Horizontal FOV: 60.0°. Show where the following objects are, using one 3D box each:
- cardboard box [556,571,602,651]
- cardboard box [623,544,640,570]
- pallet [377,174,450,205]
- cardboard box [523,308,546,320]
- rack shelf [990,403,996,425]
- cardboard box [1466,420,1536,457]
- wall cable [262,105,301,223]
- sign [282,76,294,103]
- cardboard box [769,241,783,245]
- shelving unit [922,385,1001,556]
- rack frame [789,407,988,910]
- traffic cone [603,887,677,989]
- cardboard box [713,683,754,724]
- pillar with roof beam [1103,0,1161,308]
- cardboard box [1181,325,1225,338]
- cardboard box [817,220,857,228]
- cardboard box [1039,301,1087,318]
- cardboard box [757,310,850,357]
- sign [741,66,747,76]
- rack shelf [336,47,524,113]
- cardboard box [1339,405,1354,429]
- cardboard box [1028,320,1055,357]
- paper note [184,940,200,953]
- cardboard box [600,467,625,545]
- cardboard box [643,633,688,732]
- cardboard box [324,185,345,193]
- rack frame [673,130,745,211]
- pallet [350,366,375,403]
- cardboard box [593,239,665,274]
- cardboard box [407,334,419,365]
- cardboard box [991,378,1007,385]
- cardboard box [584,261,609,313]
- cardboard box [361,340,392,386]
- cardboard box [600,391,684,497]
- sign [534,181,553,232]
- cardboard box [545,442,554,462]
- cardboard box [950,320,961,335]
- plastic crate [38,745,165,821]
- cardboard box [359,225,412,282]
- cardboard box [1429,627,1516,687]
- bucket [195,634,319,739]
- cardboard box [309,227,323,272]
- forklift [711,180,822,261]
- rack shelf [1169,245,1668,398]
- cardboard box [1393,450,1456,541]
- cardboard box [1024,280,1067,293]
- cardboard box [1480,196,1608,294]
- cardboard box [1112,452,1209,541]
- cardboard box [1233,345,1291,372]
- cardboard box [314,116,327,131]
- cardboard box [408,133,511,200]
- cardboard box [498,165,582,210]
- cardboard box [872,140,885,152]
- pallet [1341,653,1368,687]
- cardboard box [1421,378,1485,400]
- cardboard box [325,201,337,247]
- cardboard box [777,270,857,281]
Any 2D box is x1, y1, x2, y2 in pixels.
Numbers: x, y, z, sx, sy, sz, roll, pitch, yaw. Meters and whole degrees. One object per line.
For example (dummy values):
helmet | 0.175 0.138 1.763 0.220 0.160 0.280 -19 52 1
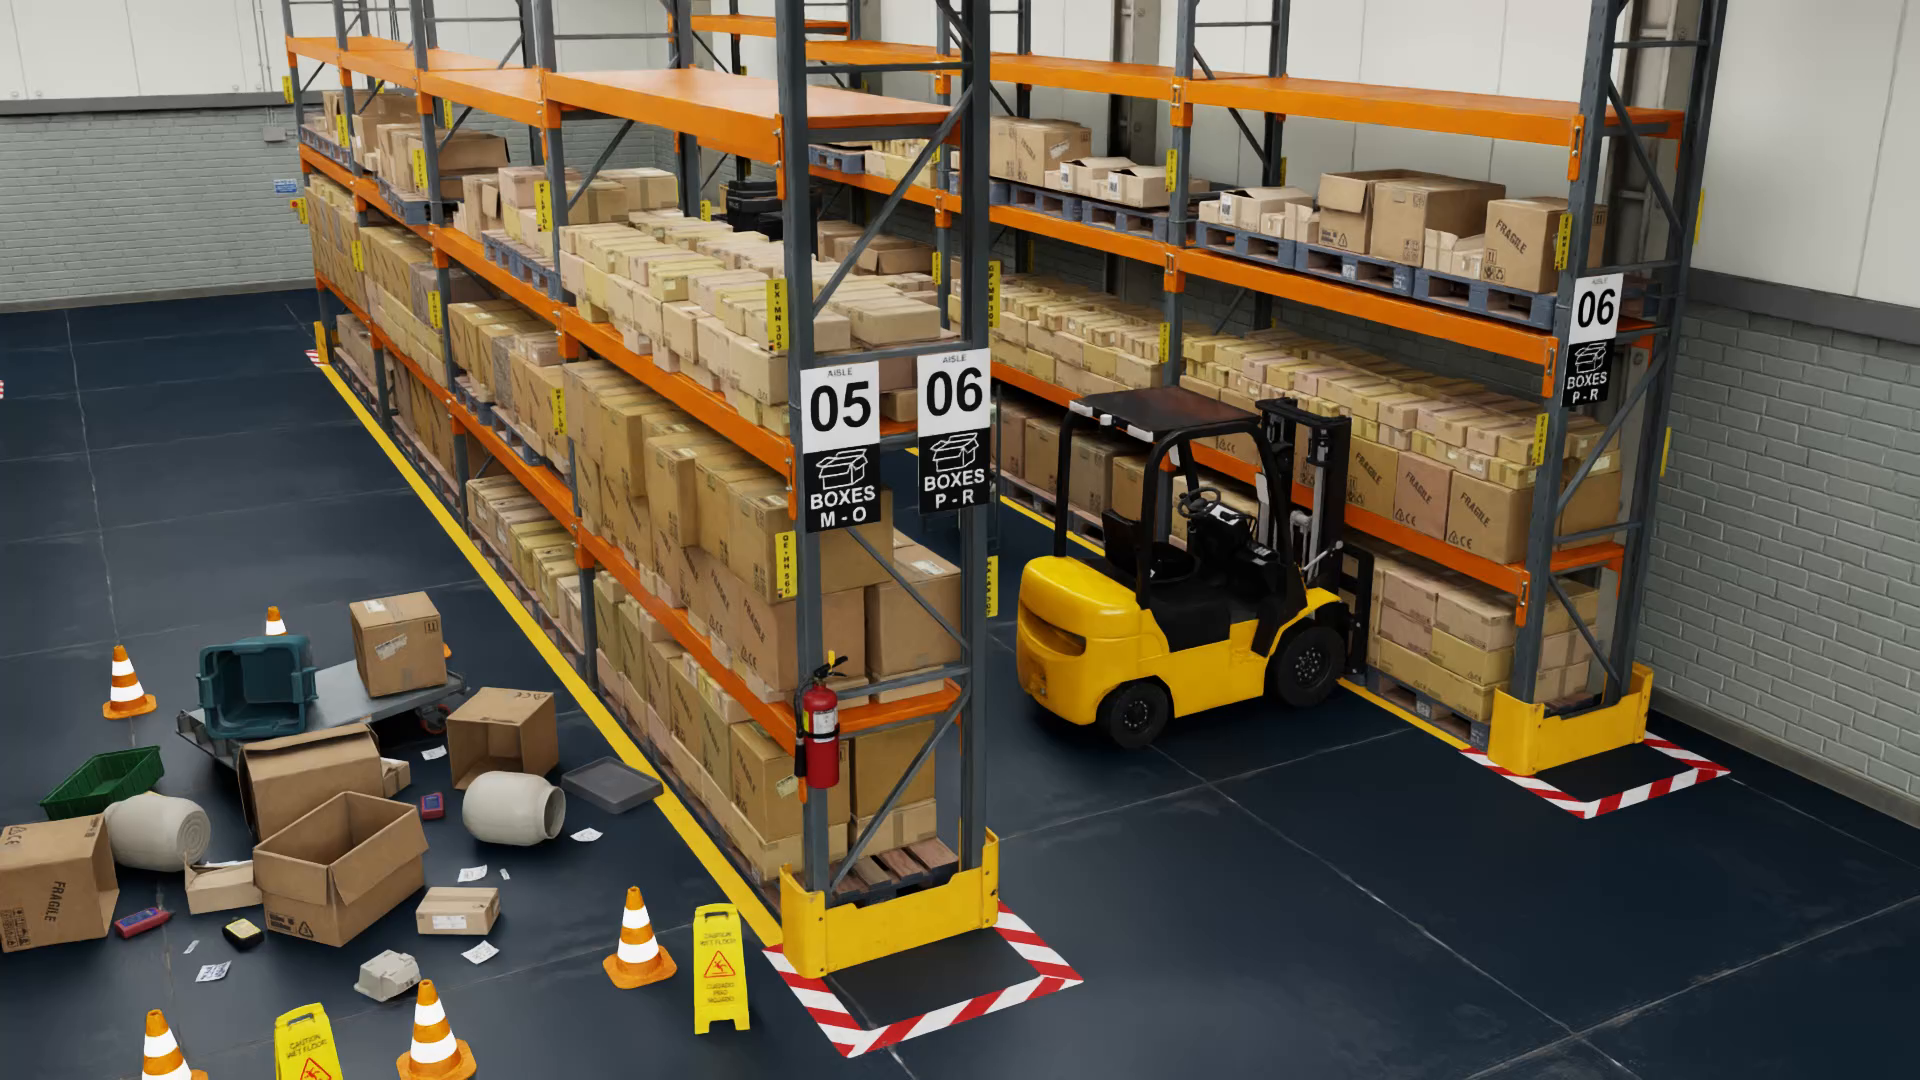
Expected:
cardboard box | -2.480 0.480 12.527 0.950 0.372 0.625 -10 21 -26
cardboard box | -1.956 0.057 10.751 0.380 0.149 0.250 -9 21 -25
pallet | -5.014 -3.388 16.042 1.003 0.211 1.213 -9 21 -24
cardboard box | -3.412 -1.714 14.248 0.500 0.500 0.500 -10 22 -28
rack shelf | 0.003 -1.076 14.754 0.431 0.370 0.720 -10 21 -27
cardboard box | 3.537 -0.666 10.860 0.380 0.149 0.250 -10 21 -27
wall cable | -10.625 -5.969 26.225 0.585 1.953 0.123 -10 21 -27
sign | -8.418 -5.643 20.826 0.100 0.325 0.005 -10 21 -27
cardboard box | -2.117 -3.658 20.909 0.500 0.250 0.500 -9 21 -25
shelving unit | 0.003 -0.707 14.881 0.431 1.500 0.755 -10 21 -27
rack frame | -0.329 0.734 8.404 1.000 3.000 0.127 -10 21 -27
traffic cone | -1.669 2.010 8.597 0.336 0.463 0.334 -10 21 -27
cardboard box | -1.173 0.890 9.381 0.380 0.149 0.250 -9 21 -25
pillar with roof beam | -2.138 -4.266 13.700 9.100 9.000 0.400 -10 21 -27
cardboard box | 2.079 -1.757 14.477 0.380 0.149 0.250 -11 22 -28
cardboard box | -1.628 -3.553 20.031 0.700 0.500 0.500 -9 21 -25
cardboard box | 0.961 -2.120 15.529 0.380 0.149 0.250 -10 21 -27
cardboard box | -0.750 -0.993 7.975 0.380 0.149 0.250 -10 21 -26
sign | -3.062 -6.545 23.545 0.100 0.325 0.005 -10 21 -27
rack shelf | -5.078 -4.443 15.928 1.077 0.370 4.000 -10 21 -27
cardboard box | 2.956 -0.896 11.980 0.380 0.149 0.250 -10 21 -27
cardboard box | 0.968 -1.892 15.481 0.500 0.250 0.500 -10 21 -26
paper note | -4.086 2.164 8.845 0.032 0.001 0.123 1 19 2
cardboard box | -2.006 -0.292 10.769 0.500 0.500 0.500 -10 21 -27
cardboard box | -1.677 0.845 10.505 0.500 0.500 0.500 -9 21 -24
cardboard box | -7.399 -4.166 19.924 0.380 0.149 0.250 -10 21 -26
rack frame | -3.560 -4.629 23.946 1.000 3.000 0.127 -10 21 -27
pallet | -6.903 -1.973 20.526 1.003 0.211 1.213 -10 21 -27
cardboard box | -1.999 -1.722 10.088 0.380 0.149 0.250 -10 21 -27
cardboard box | -5.078 -1.887 16.232 0.500 0.250 0.500 -10 22 -27
cardboard box | 0.285 -1.513 18.107 0.500 0.500 0.500 -9 21 -25
cardboard box | -2.008 -1.586 10.305 0.500 0.250 0.500 -10 21 -27
cardboard box | -6.657 -2.151 20.052 0.875 0.438 0.875 -11 22 -28
cardboard box | -1.773 -0.616 10.176 0.700 0.500 0.500 -11 22 -28
sign | -2.715 -2.175 10.842 0.100 0.325 0.005 -10 21 -27
cardboard box | -2.826 -0.677 12.236 0.380 0.149 0.250 -11 22 -28
cardboard box | 0.234 -2.096 16.837 0.500 0.250 0.500 -10 21 -26
plastic crate | -5.302 1.531 10.319 0.450 0.188 0.662 -9 19 5
cardboard box | -6.072 -3.059 17.713 0.500 0.500 0.500 -10 21 -26
cardboard box | 3.531 0.738 11.199 0.500 0.250 0.500 -10 22 -27
bucket | -4.443 0.893 10.634 0.726 0.611 0.620 -3 9 -8
cardboard box | -7.952 -3.724 21.171 0.500 0.500 0.500 -10 21 -27
forklift | -2.191 -2.329 17.389 1.130 2.935 3.031 -14 23 -35
rack shelf | 3.088 -1.687 11.927 1.077 0.370 4.000 -10 21 -27
cardboard box | 3.334 -0.334 11.347 0.500 0.500 0.500 -9 21 -25
cardboard box | 0.863 -2.482 16.579 0.380 0.149 0.250 -10 21 -27
cardboard box | 3.613 -1.836 10.304 0.500 0.500 0.500 -9 21 -25
cardboard box | 1.880 -0.408 14.711 0.875 0.625 0.625 -9 21 -24
cardboard box | 2.361 -1.408 13.009 0.380 0.149 0.250 -10 22 -28
cardboard box | -7.613 -5.056 20.174 0.380 0.149 0.250 -9 21 -25
cardboard box | -4.440 -3.312 14.731 0.797 0.503 0.637 -11 22 -30
cardboard box | -3.120 -2.632 12.381 0.500 0.250 0.500 -10 21 -26
cardboard box | -0.730 -4.305 18.030 0.380 0.149 0.250 -9 21 -25
pallet | 3.062 0.720 12.721 1.003 0.211 1.213 -10 21 -27
cardboard box | 3.544 -1.049 11.970 0.380 0.149 0.250 -11 22 -28
cardboard box | -7.209 -3.760 19.742 0.500 0.500 0.500 -10 21 -26
cardboard box | -0.772 -1.366 9.057 0.380 0.149 0.250 -10 21 -27
